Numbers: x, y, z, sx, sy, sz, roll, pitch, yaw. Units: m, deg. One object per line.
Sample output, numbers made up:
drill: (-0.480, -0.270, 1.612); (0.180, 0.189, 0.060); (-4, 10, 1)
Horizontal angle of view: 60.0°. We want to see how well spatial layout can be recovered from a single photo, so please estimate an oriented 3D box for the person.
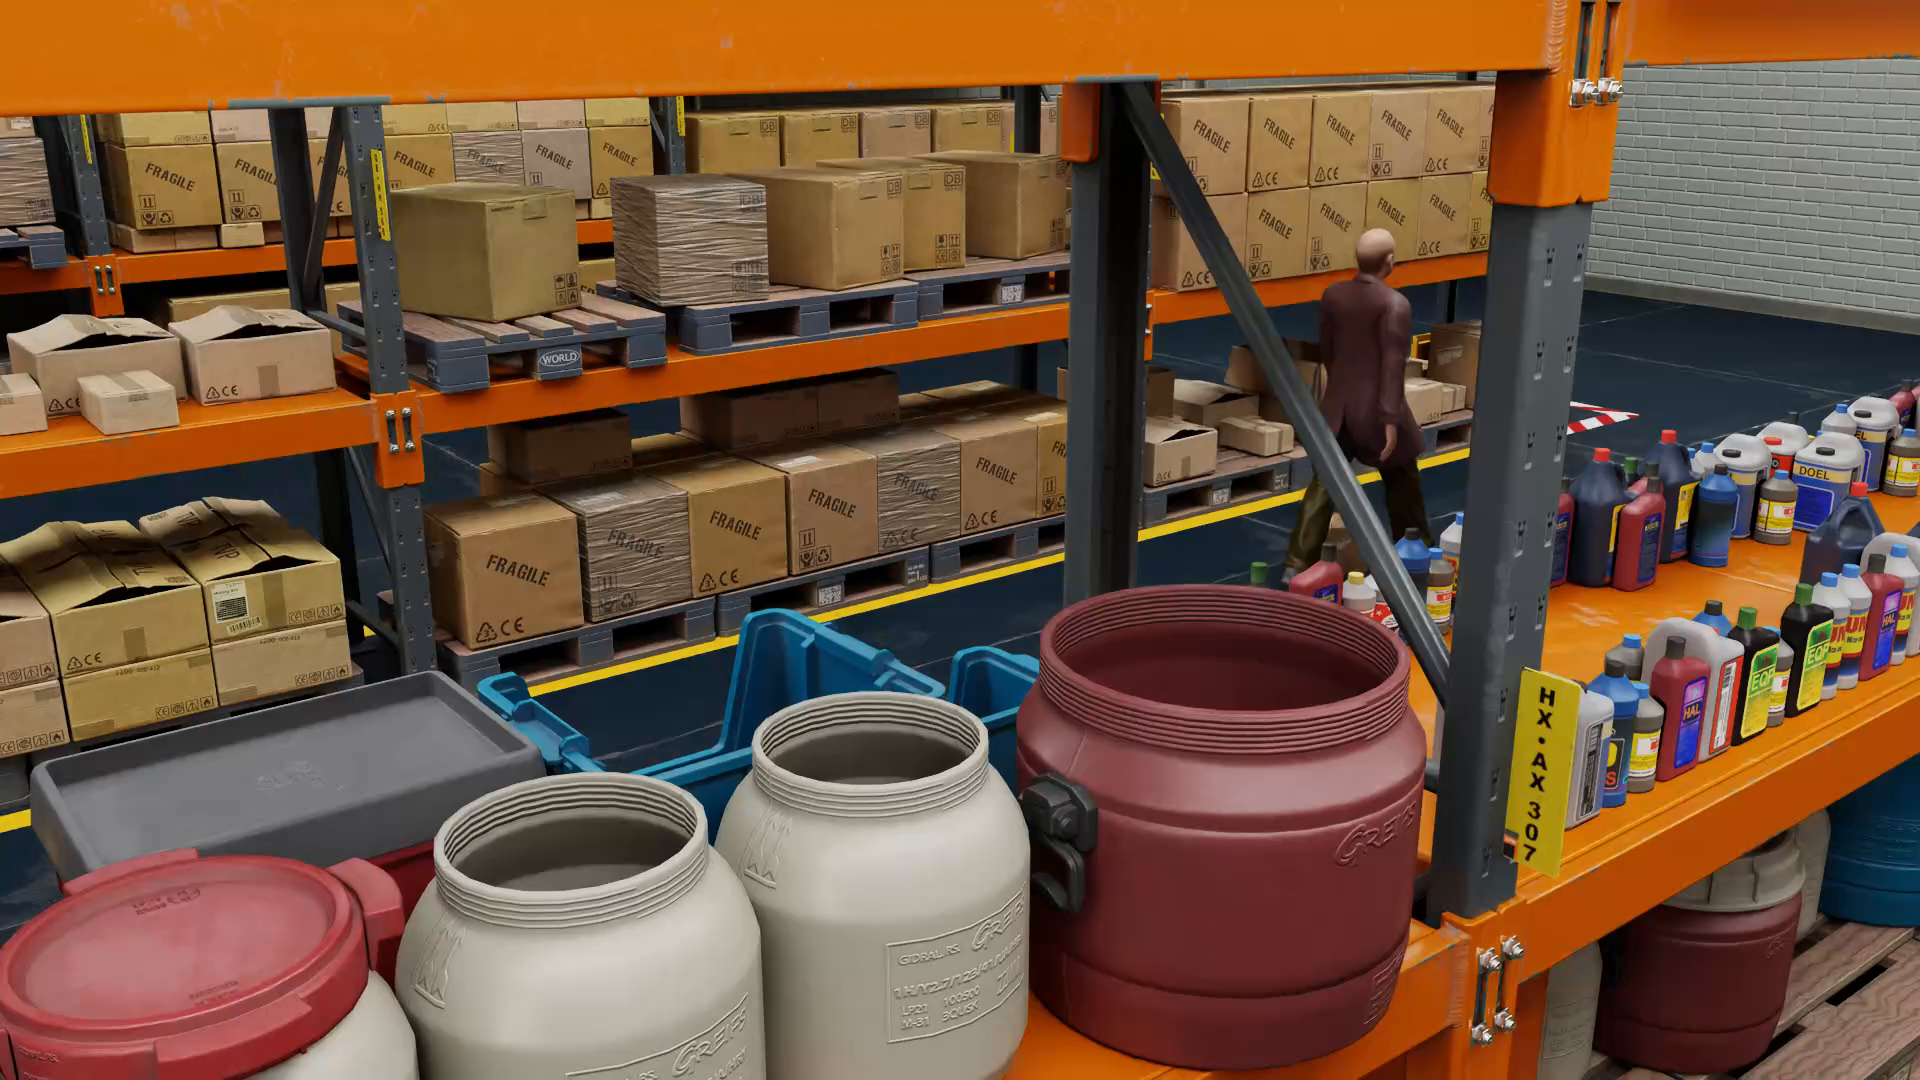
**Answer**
person: (2.026, -0.655, 8.117); (1.054, 1.731, 0.627); (-14, 22, -38)
